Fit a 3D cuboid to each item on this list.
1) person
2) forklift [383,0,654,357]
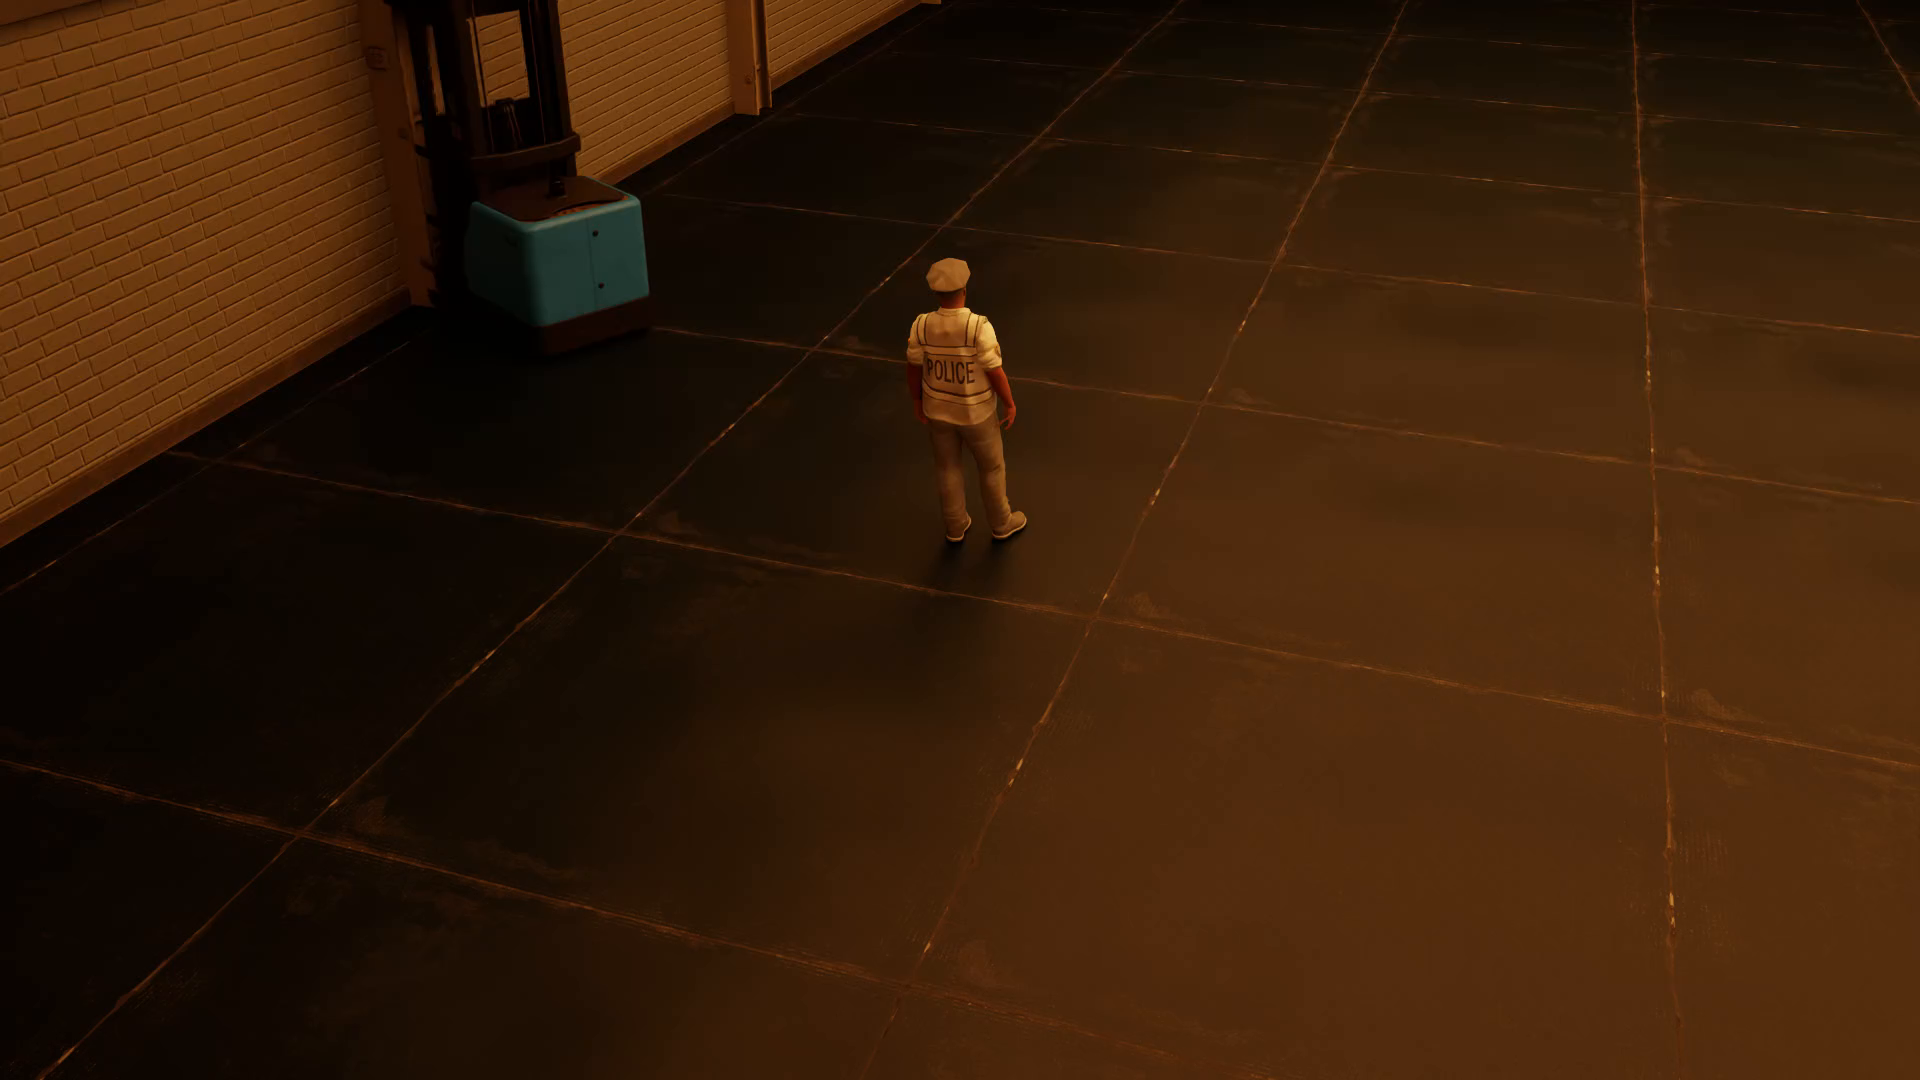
[{"bbox_3d":[0.036,-0.816,9.712,0.641,1.780,0.574,10,31,16],"label":"person"},{"bbox_3d":[-3.740,-3.274,12.879,1.130,2.935,3.031,-24,38,-36],"label":"forklift"}]
